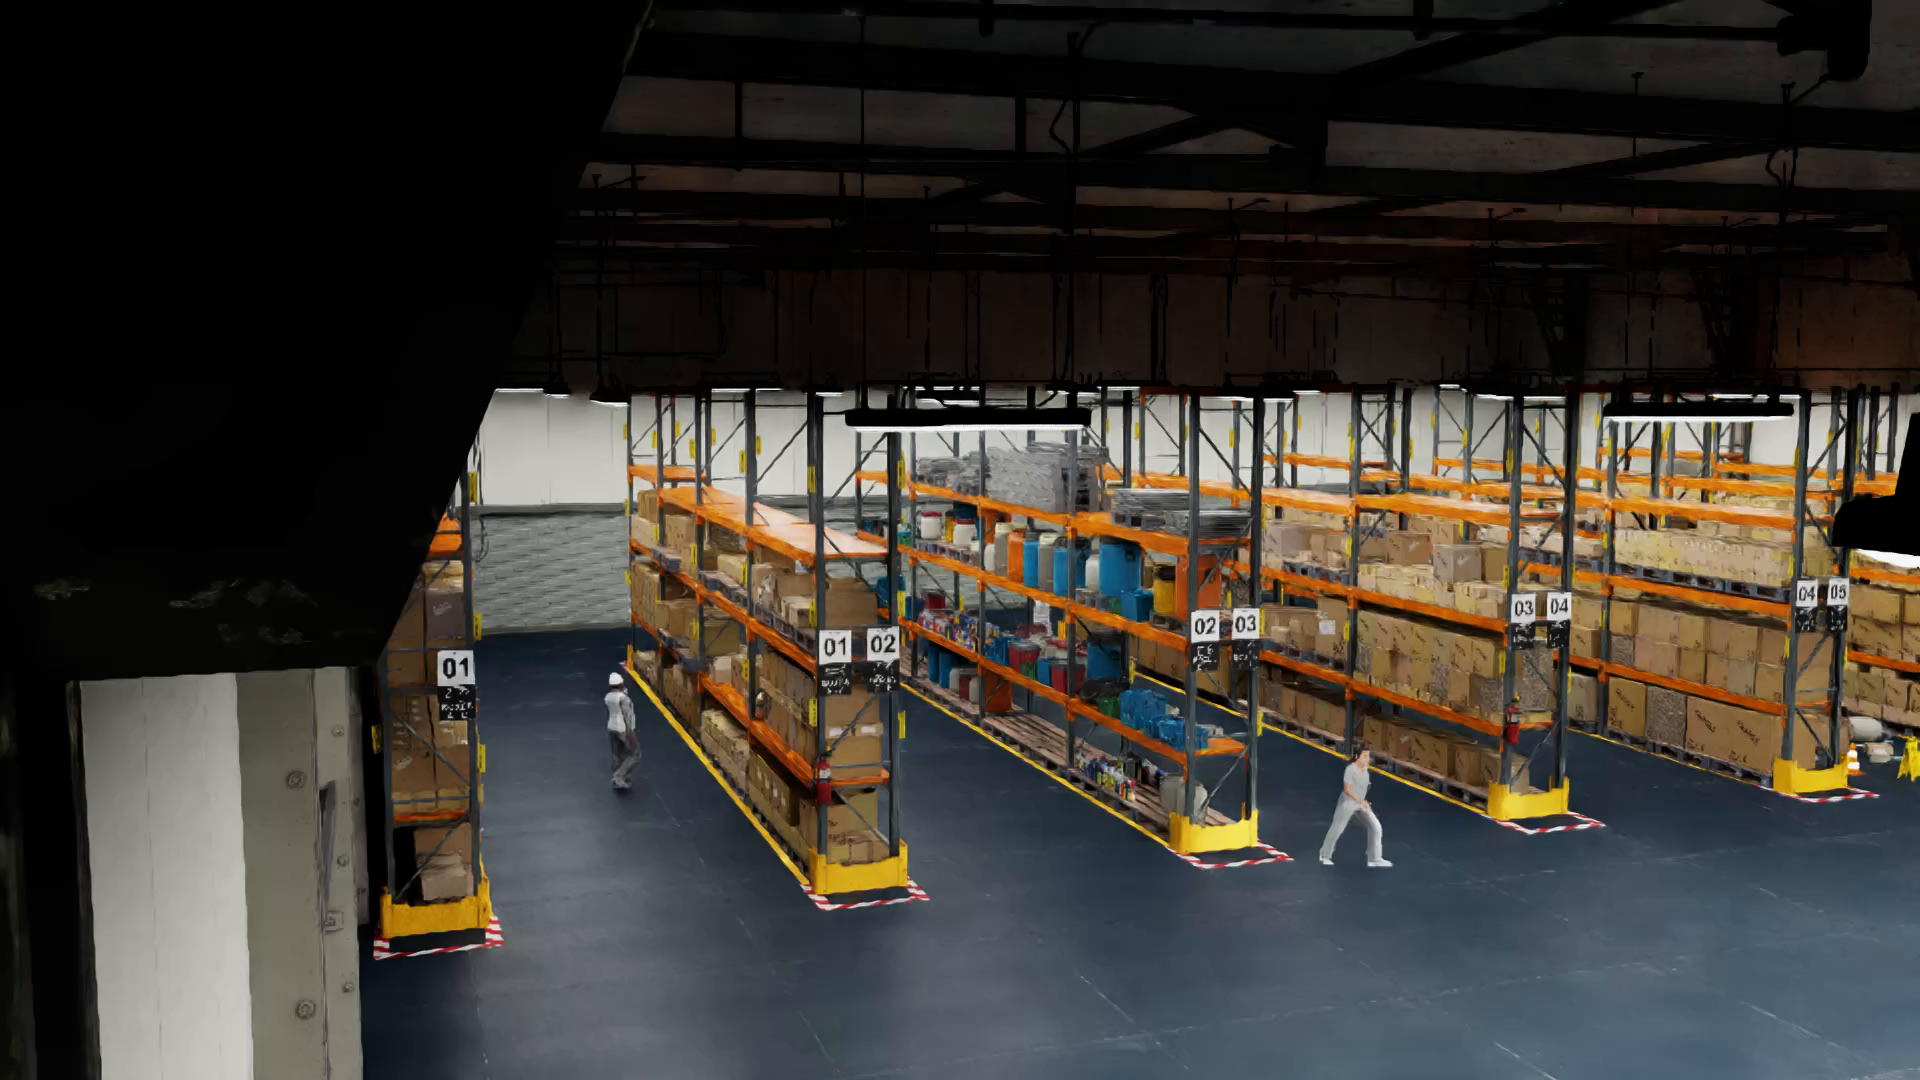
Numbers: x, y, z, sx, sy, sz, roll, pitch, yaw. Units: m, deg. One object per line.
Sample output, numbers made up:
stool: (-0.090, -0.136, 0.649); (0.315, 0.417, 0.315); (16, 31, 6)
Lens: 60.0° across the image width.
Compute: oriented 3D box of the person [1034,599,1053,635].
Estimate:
person: (1.760, 1.738, 36.164); (0.566, 1.706, 1.122); (-2, 6, -17)

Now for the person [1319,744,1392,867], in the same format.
person: (4.989, 3.349, 21.080); (0.613, 1.604, 0.811); (-4, 7, -37)

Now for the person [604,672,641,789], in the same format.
person: (-5.107, 2.870, 25.002); (0.576, 1.768, 0.445); (5, 8, 40)
